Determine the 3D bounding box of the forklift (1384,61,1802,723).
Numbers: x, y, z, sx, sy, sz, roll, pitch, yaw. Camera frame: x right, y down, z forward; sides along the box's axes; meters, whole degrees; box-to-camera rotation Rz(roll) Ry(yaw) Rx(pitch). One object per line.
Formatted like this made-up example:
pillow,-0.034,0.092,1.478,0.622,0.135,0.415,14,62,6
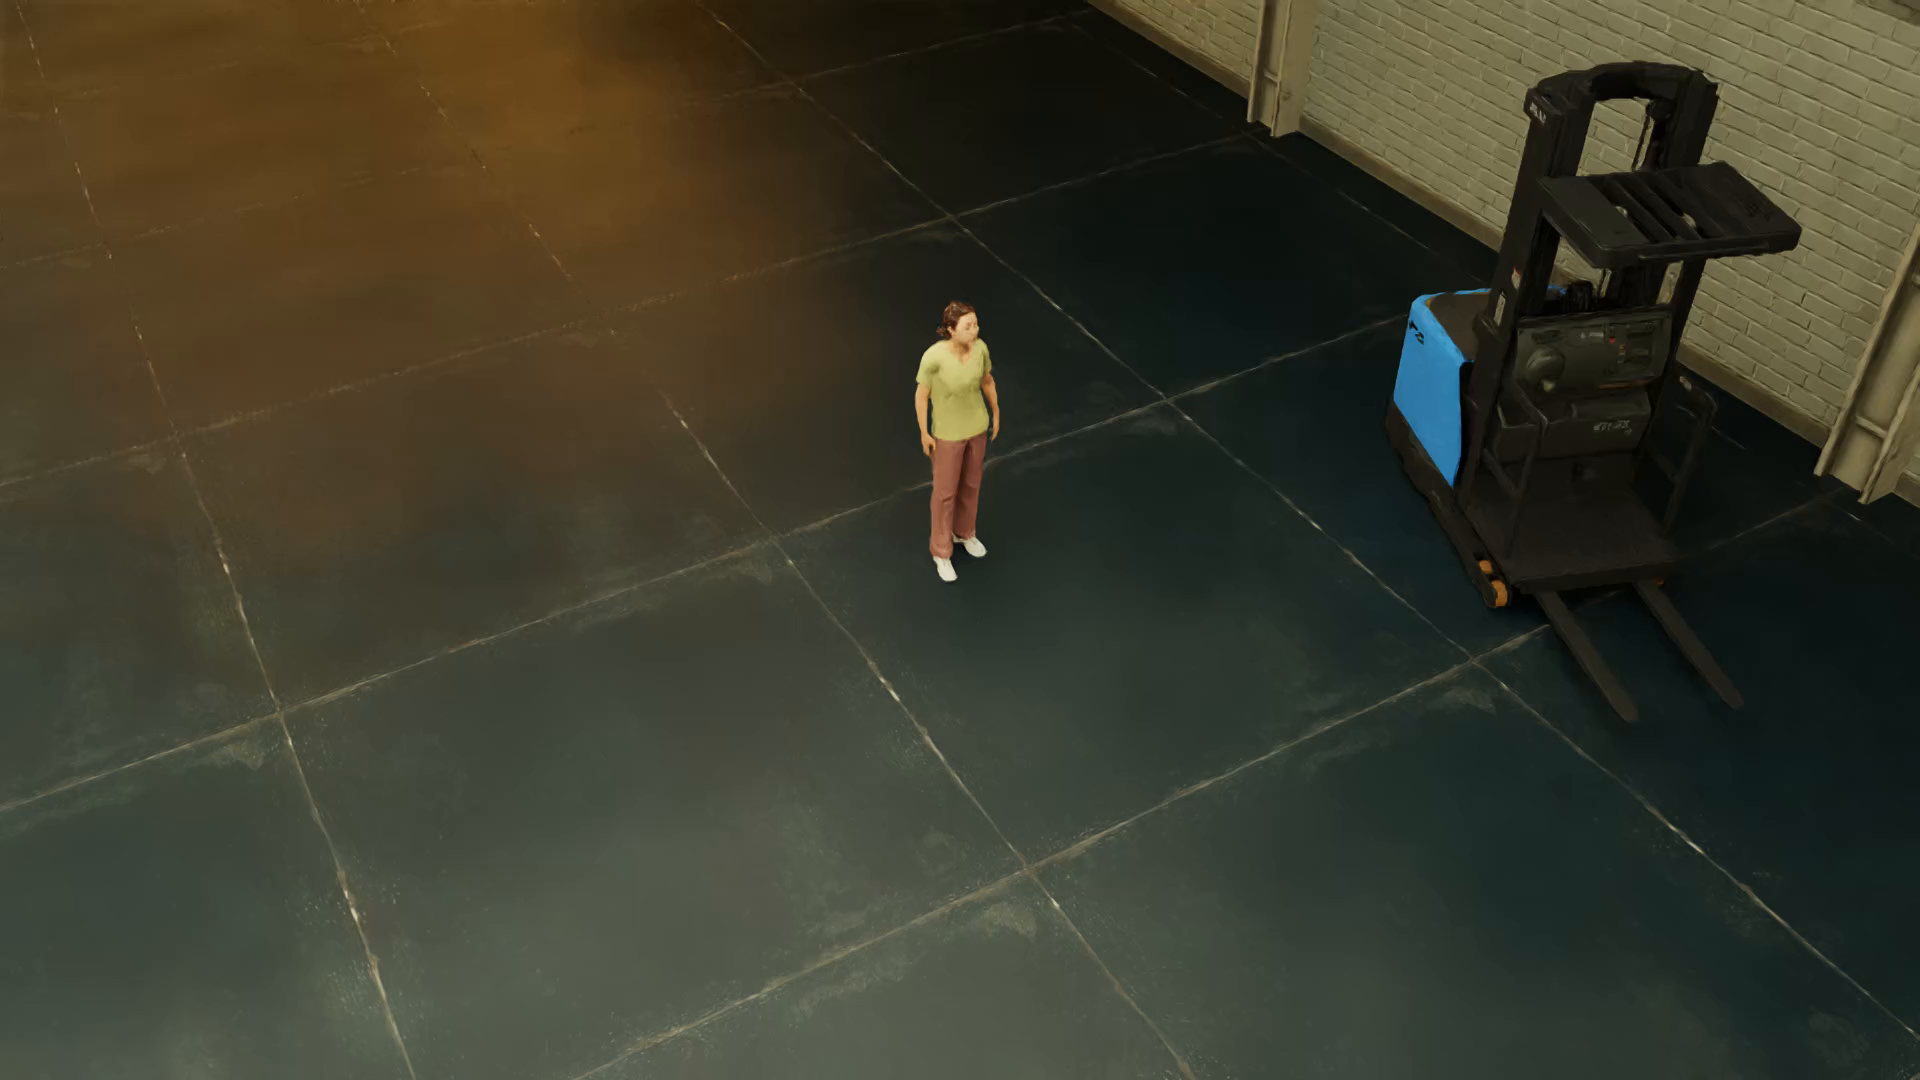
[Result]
forklift,3.605,-0.980,9.217,1.130,2.935,3.031,-7,40,-8

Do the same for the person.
person,0.028,-0.606,9.739,0.554,1.674,0.548,-20,44,-23
